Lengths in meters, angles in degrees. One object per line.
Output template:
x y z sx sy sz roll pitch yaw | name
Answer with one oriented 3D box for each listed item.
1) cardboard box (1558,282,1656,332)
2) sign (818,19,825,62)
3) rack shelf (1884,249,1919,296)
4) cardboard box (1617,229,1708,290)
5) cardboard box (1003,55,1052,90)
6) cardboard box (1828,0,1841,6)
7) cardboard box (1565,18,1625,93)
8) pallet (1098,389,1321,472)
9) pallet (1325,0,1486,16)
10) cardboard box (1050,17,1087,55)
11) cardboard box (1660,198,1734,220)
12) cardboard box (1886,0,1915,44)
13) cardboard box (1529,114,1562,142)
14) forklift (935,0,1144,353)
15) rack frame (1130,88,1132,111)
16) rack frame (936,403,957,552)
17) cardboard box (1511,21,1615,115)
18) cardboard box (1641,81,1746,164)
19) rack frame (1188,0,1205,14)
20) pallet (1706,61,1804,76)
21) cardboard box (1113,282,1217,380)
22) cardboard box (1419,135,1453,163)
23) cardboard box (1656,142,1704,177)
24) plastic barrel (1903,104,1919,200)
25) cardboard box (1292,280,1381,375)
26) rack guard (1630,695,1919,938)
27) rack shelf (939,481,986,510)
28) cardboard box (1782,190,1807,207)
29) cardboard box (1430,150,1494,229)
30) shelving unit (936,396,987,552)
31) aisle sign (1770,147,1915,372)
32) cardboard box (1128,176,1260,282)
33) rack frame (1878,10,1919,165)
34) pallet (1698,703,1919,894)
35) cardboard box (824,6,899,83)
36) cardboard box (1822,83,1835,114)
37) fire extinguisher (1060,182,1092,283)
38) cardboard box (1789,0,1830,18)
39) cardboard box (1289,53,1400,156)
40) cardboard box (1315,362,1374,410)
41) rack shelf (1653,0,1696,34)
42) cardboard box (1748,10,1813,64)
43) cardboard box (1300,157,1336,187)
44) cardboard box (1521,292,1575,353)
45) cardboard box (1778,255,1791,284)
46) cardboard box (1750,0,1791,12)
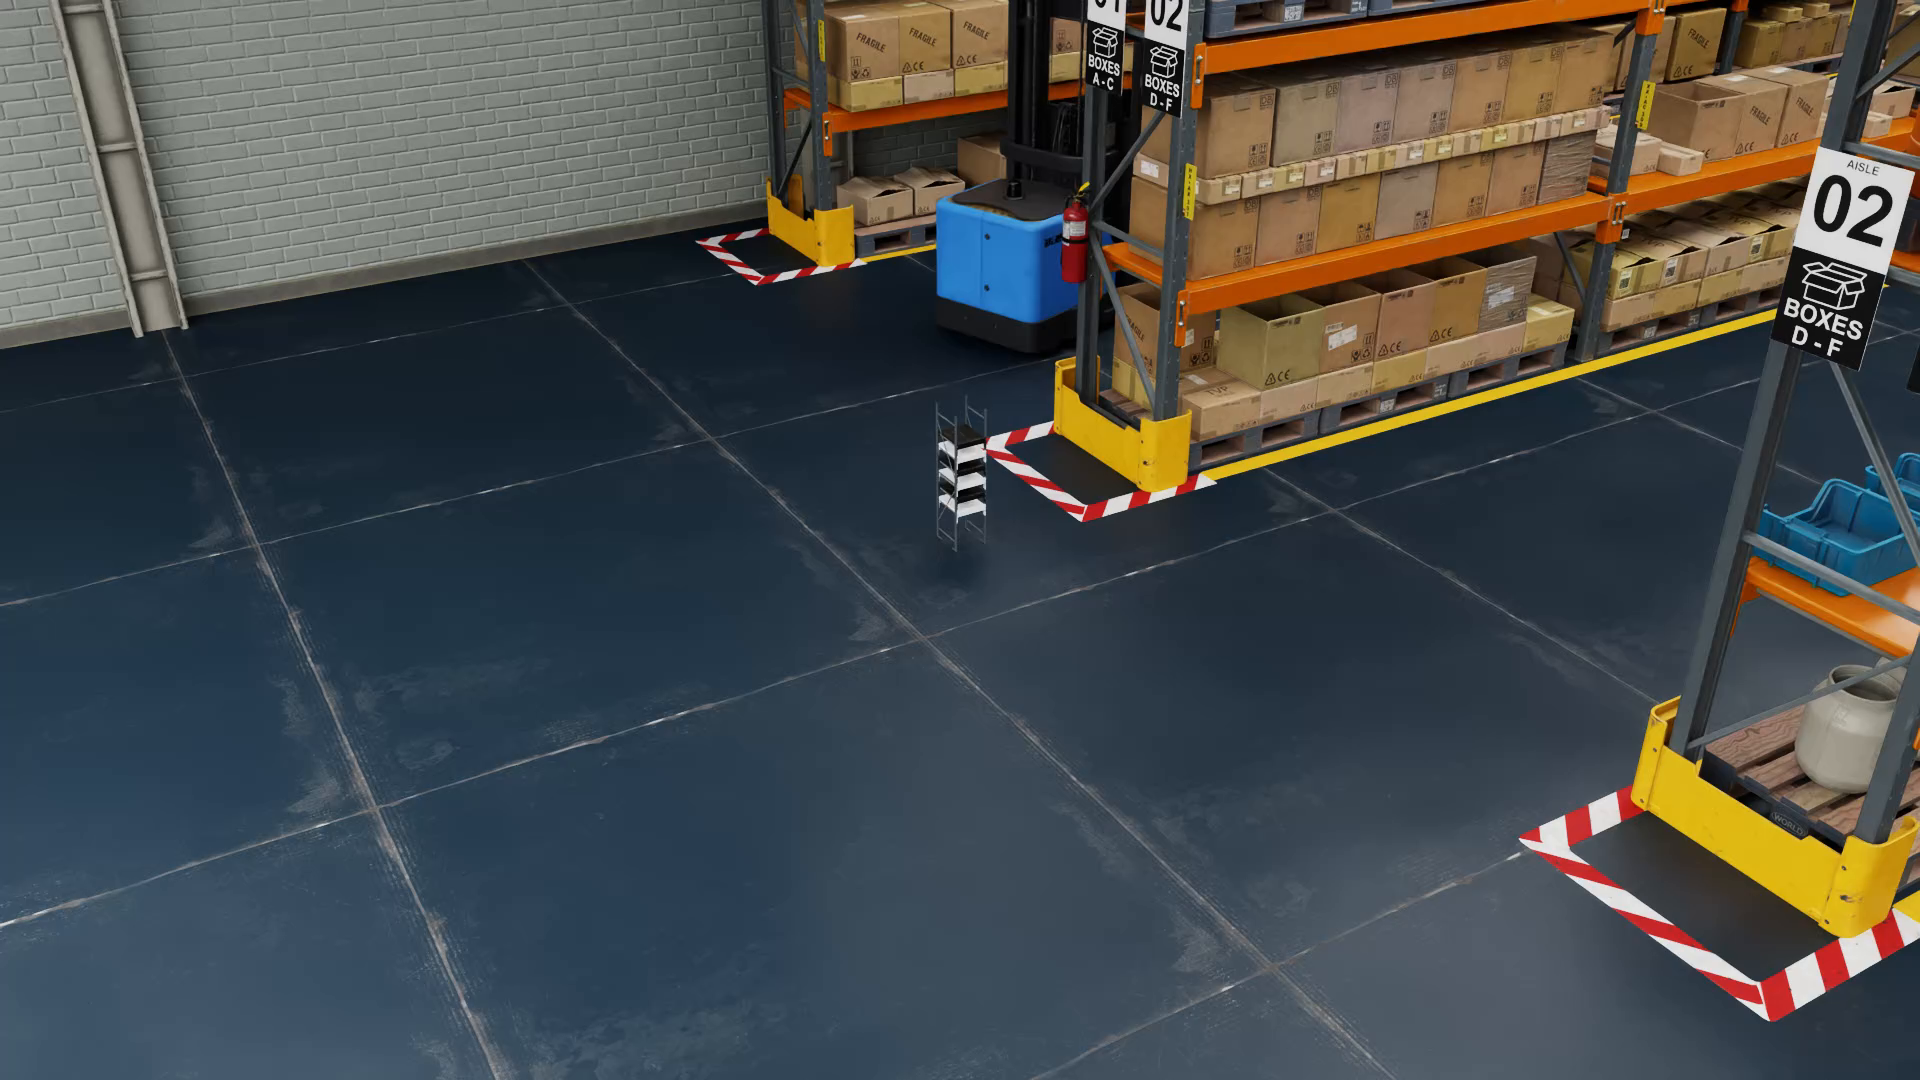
5.018 -1.856 12.919 0.500 0.250 0.500 -17 33 -27 | cardboard box
-1.142 -4.117 13.709 0.005 0.325 0.100 -16 33 -26 | sign
5.327 -1.325 7.186 4.000 0.370 1.077 -16 33 -26 | rack shelf
5.461 -2.224 13.005 0.500 0.311 0.500 -16 33 -27 | cardboard box
0.484 -4.272 15.021 0.500 0.250 0.500 -16 32 -26 | cardboard box
10.960 -6.907 21.142 0.250 0.149 0.380 -15 32 -26 | cardboard box
6.940 -5.502 18.905 0.750 0.750 0.750 -16 33 -27 | cardboard box
1.734 -0.885 11.635 1.213 0.211 1.003 -16 33 -26 | pallet
2.772 -3.639 10.726 1.213 0.211 1.003 -16 33 -26 | pallet
0.914 -4.727 15.068 0.500 0.500 0.500 -17 33 -28 | cardboard box
6.061 -2.697 13.863 0.500 0.311 0.500 -16 33 -27 | cardboard box
11.825 -6.757 21.542 0.500 0.500 0.700 -16 33 -26 | cardboard box
3.980 -2.927 11.675 0.250 0.149 0.380 -17 33 -28 | cardboard box
1.139 -3.346 13.279 1.130 2.935 3.031 22 36 35 | forklift
2.032 -4.943 16.102 0.127 3.000 1.000 -16 33 -26 | rack frame
-0.081 -0.371 9.991 0.006 0.900 0.240 -16 33 -26 | rack frame
4.165 -3.381 11.826 0.500 0.500 0.700 -16 33 -26 | cardboard box
5.669 -3.234 12.903 0.500 0.500 0.500 -13 32 -23 | cardboard box
1.096 -4.528 9.141 0.127 3.000 1.000 -16 33 -26 | rack frame
9.625 -5.834 20.603 1.213 0.211 1.003 -16 33 -26 | pallet
1.408 -1.465 11.435 0.500 0.500 0.500 -16 33 -26 | cardboard box
3.096 -2.676 11.219 0.250 0.149 0.380 -15 32 -25 | cardboard box
5.412 -2.902 12.664 0.250 0.149 0.380 -16 33 -26 | cardboard box
3.957 -1.694 6.231 0.708 0.830 0.600 -16 33 -26 | plastic barrel
2.526 -1.499 11.497 0.500 0.500 0.500 -16 33 -26 | cardboard box
3.644 1.219 7.523 0.348 0.500 1.175 -16 33 -26 | rack guard
0.007 -0.288 10.096 0.200 0.077 0.258 -16 33 -26 | rack shelf
7.222 -2.724 13.913 0.500 0.311 0.500 -16 33 -27 | cardboard box
3.279 -2.560 11.681 0.500 0.500 0.700 -15 32 -26 | cardboard box
0.007 -0.396 10.036 0.210 0.900 0.258 -16 33 -26 | shelving unit
3.390 -1.081 6.414 0.004 0.787 0.394 -16 33 -26 | aisle sign
1.505 -2.054 10.764 0.500 0.500 0.700 -16 33 -26 | cardboard box
7.993 -3.859 14.139 0.127 3.000 1.000 -16 33 -26 | rack frame
4.347 1.149 7.949 1.213 0.211 1.003 -16 33 -26 | pallet
-0.853 -4.227 14.163 0.500 0.500 0.500 -16 33 -26 | cardboard box
7.124 -3.682 13.910 0.500 0.311 0.500 -16 33 -27 | cardboard box
0.759 -2.032 10.907 0.183 0.674 0.296 -16 33 -26 | fire extinguisher
10.464 -6.551 20.497 0.250 0.149 0.380 -17 33 -28 | cardboard box
2.436 -2.890 10.935 0.500 0.500 0.700 -16 33 -26 | cardboard box
2.532 -1.166 11.669 0.500 0.250 0.500 -16 33 -26 | cardboard box
6.269 -4.368 12.701 4.000 0.370 1.077 -16 33 -26 | rack shelf
10.061 -6.253 20.628 0.500 0.500 0.700 -16 33 -27 | cardboard box
2.204 -2.422 10.760 0.250 0.149 0.380 -16 33 -27 | cardboard box
4.256 -1.656 12.557 0.500 0.250 0.500 -16 33 -26 | cardboard box
6.786 -2.360 13.832 0.500 0.250 0.500 -15 32 -25 | cardboard box
10.080 -6.657 20.689 0.250 0.149 0.380 -17 33 -28 | cardboard box
